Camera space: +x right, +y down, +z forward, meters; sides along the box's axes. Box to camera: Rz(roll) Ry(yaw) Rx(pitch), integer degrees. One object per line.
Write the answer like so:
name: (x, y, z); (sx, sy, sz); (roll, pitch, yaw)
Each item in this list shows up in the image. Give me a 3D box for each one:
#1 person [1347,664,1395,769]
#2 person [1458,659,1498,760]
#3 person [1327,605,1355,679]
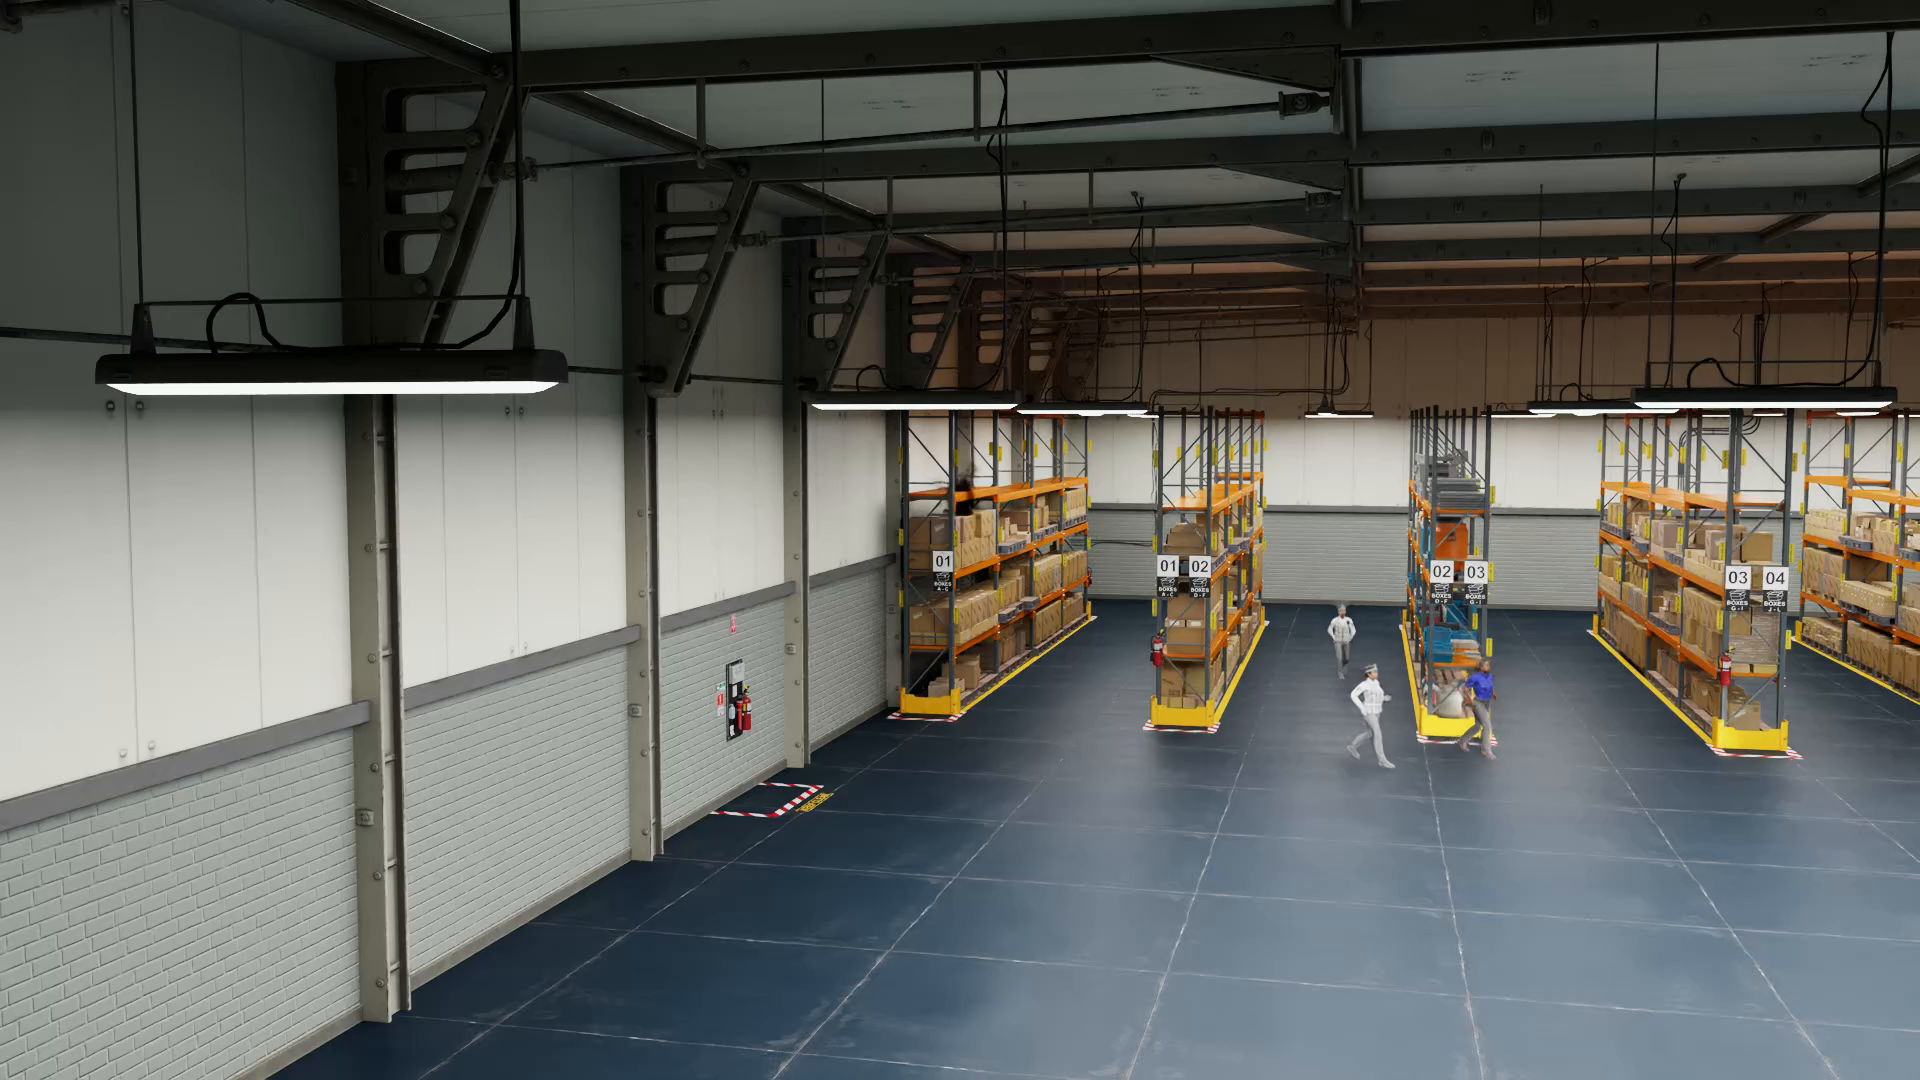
person: (6.809, 2.879, 27.535); (0.936, 1.686, 0.610); (4, 5, 41)
person: (8.888, 2.859, 28.368); (0.575, 1.649, 0.796); (-3, 5, -37)
person: (8.479, 2.250, 36.942); (0.614, 1.641, 0.560); (0, 4, 5)
